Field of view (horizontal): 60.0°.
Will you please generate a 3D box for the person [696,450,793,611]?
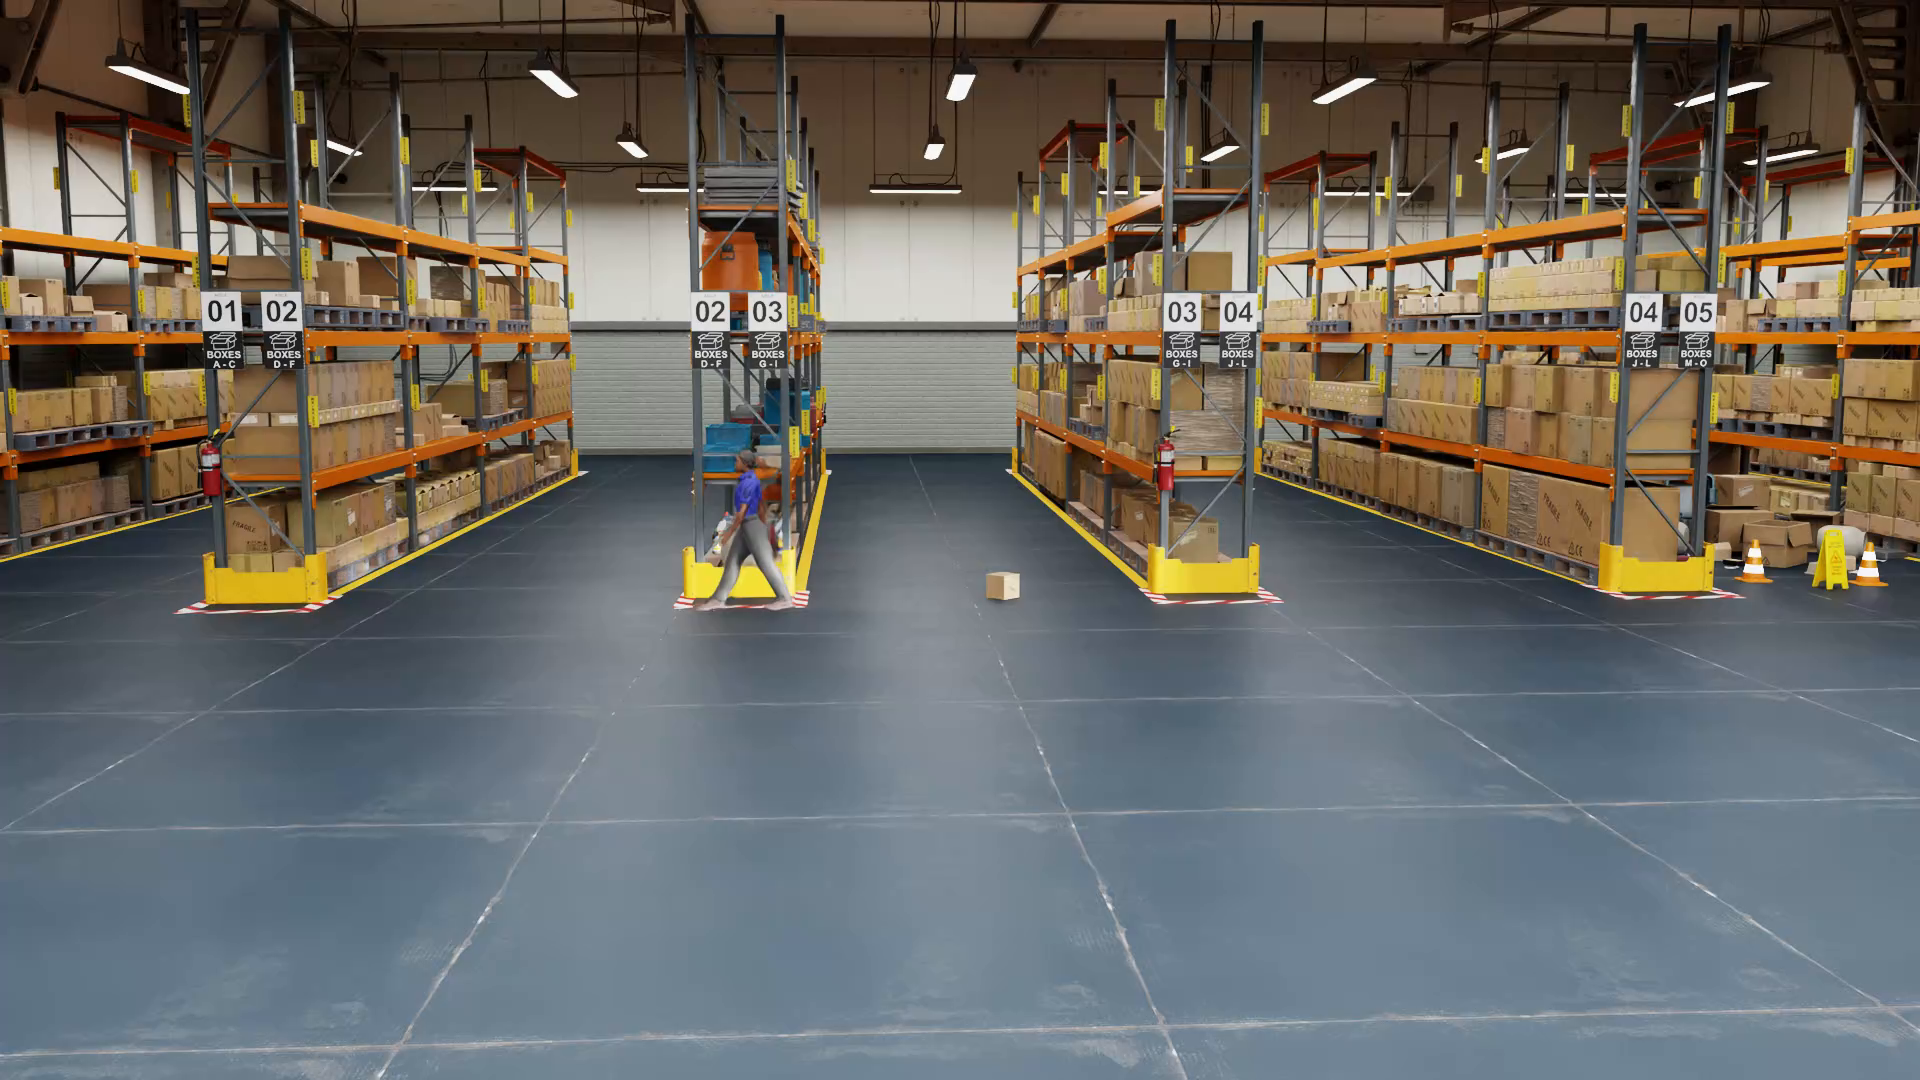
[{"bbox_3d":[-2.147,-0.089,16.487,0.964,1.615,0.467,-1,7,-10],"label":"person"}]
